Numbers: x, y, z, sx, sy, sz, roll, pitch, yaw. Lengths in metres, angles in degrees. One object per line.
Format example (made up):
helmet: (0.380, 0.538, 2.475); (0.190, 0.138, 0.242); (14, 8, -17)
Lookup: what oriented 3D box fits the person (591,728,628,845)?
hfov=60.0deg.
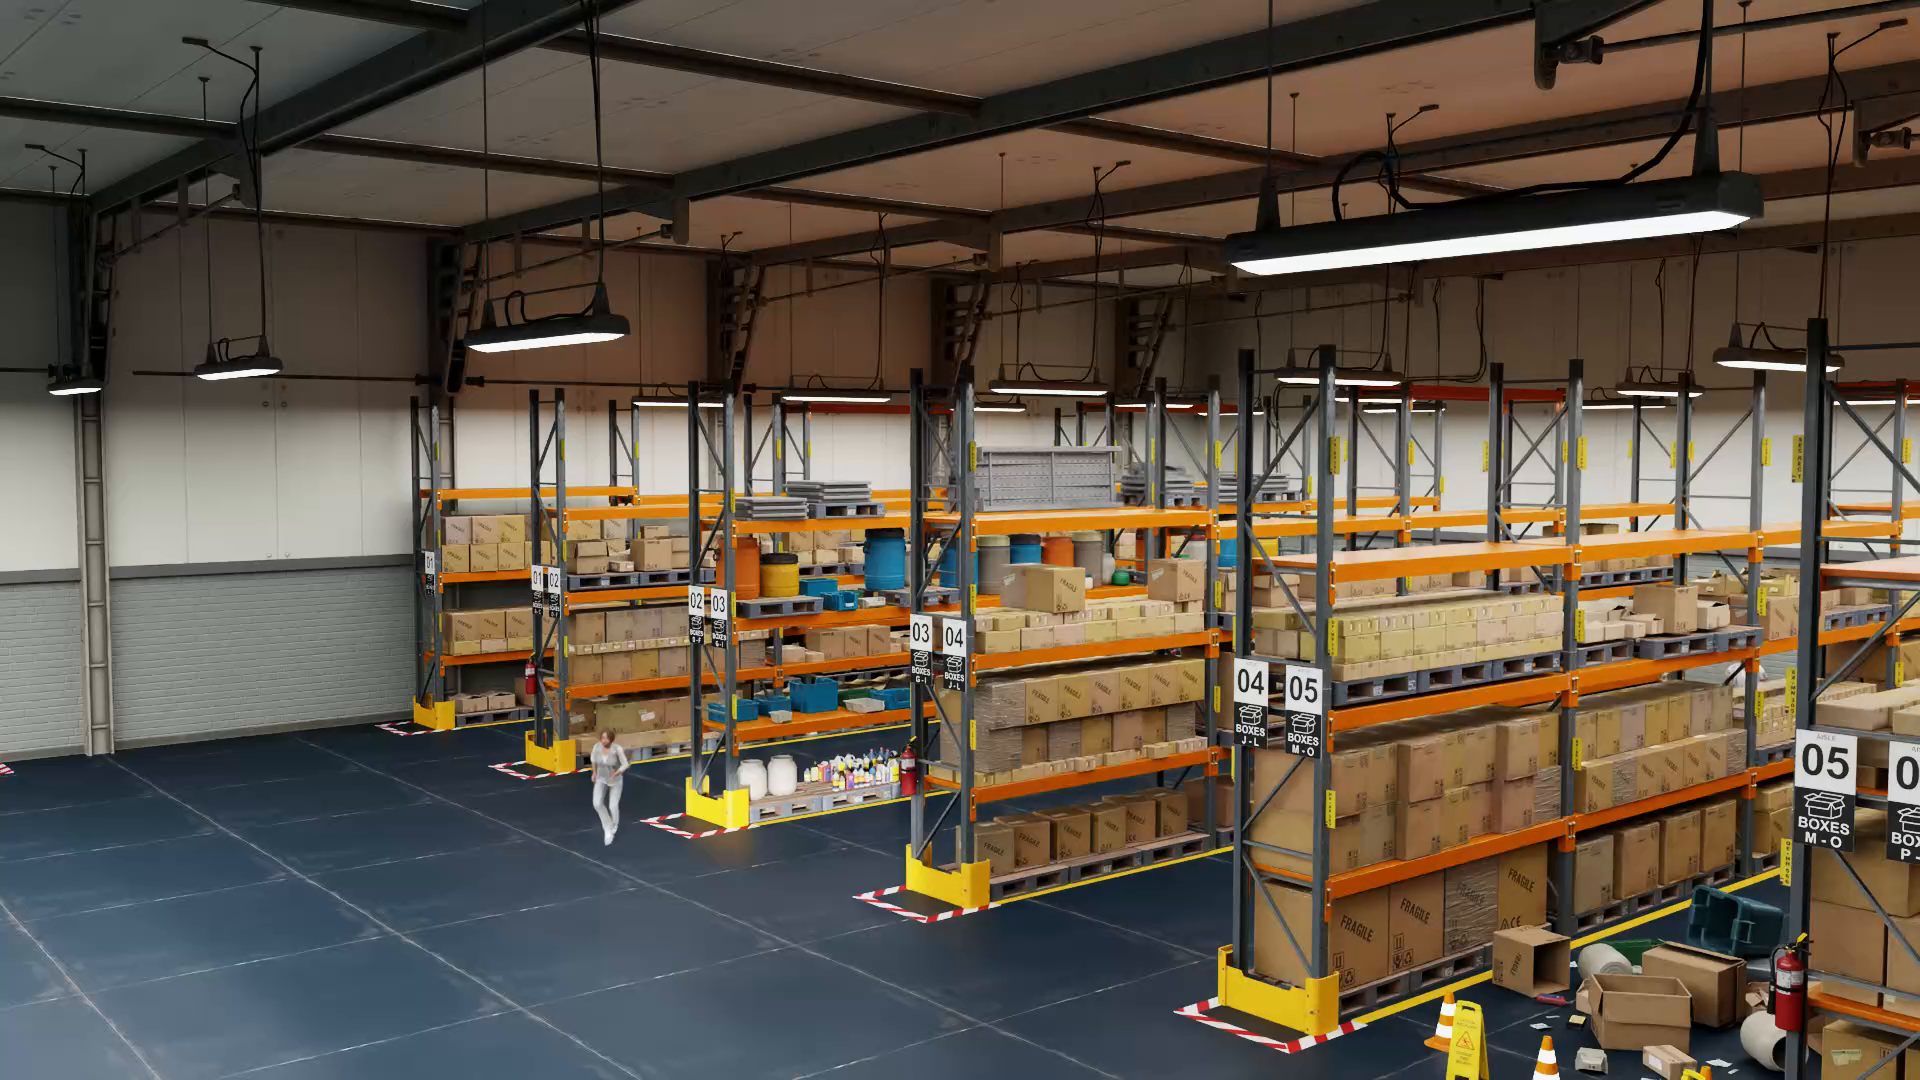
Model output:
person: (-4.528, 3.143, 21.539); (0.521, 1.516, 0.852); (0, 3, 0)

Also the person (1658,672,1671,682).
person: (10.930, 2.821, 25.821); (0.658, 1.681, 0.622); (-3, 5, -42)

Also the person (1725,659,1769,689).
person: (13.039, 2.672, 27.572); (0.649, 1.811, 0.763); (1, 4, 21)
